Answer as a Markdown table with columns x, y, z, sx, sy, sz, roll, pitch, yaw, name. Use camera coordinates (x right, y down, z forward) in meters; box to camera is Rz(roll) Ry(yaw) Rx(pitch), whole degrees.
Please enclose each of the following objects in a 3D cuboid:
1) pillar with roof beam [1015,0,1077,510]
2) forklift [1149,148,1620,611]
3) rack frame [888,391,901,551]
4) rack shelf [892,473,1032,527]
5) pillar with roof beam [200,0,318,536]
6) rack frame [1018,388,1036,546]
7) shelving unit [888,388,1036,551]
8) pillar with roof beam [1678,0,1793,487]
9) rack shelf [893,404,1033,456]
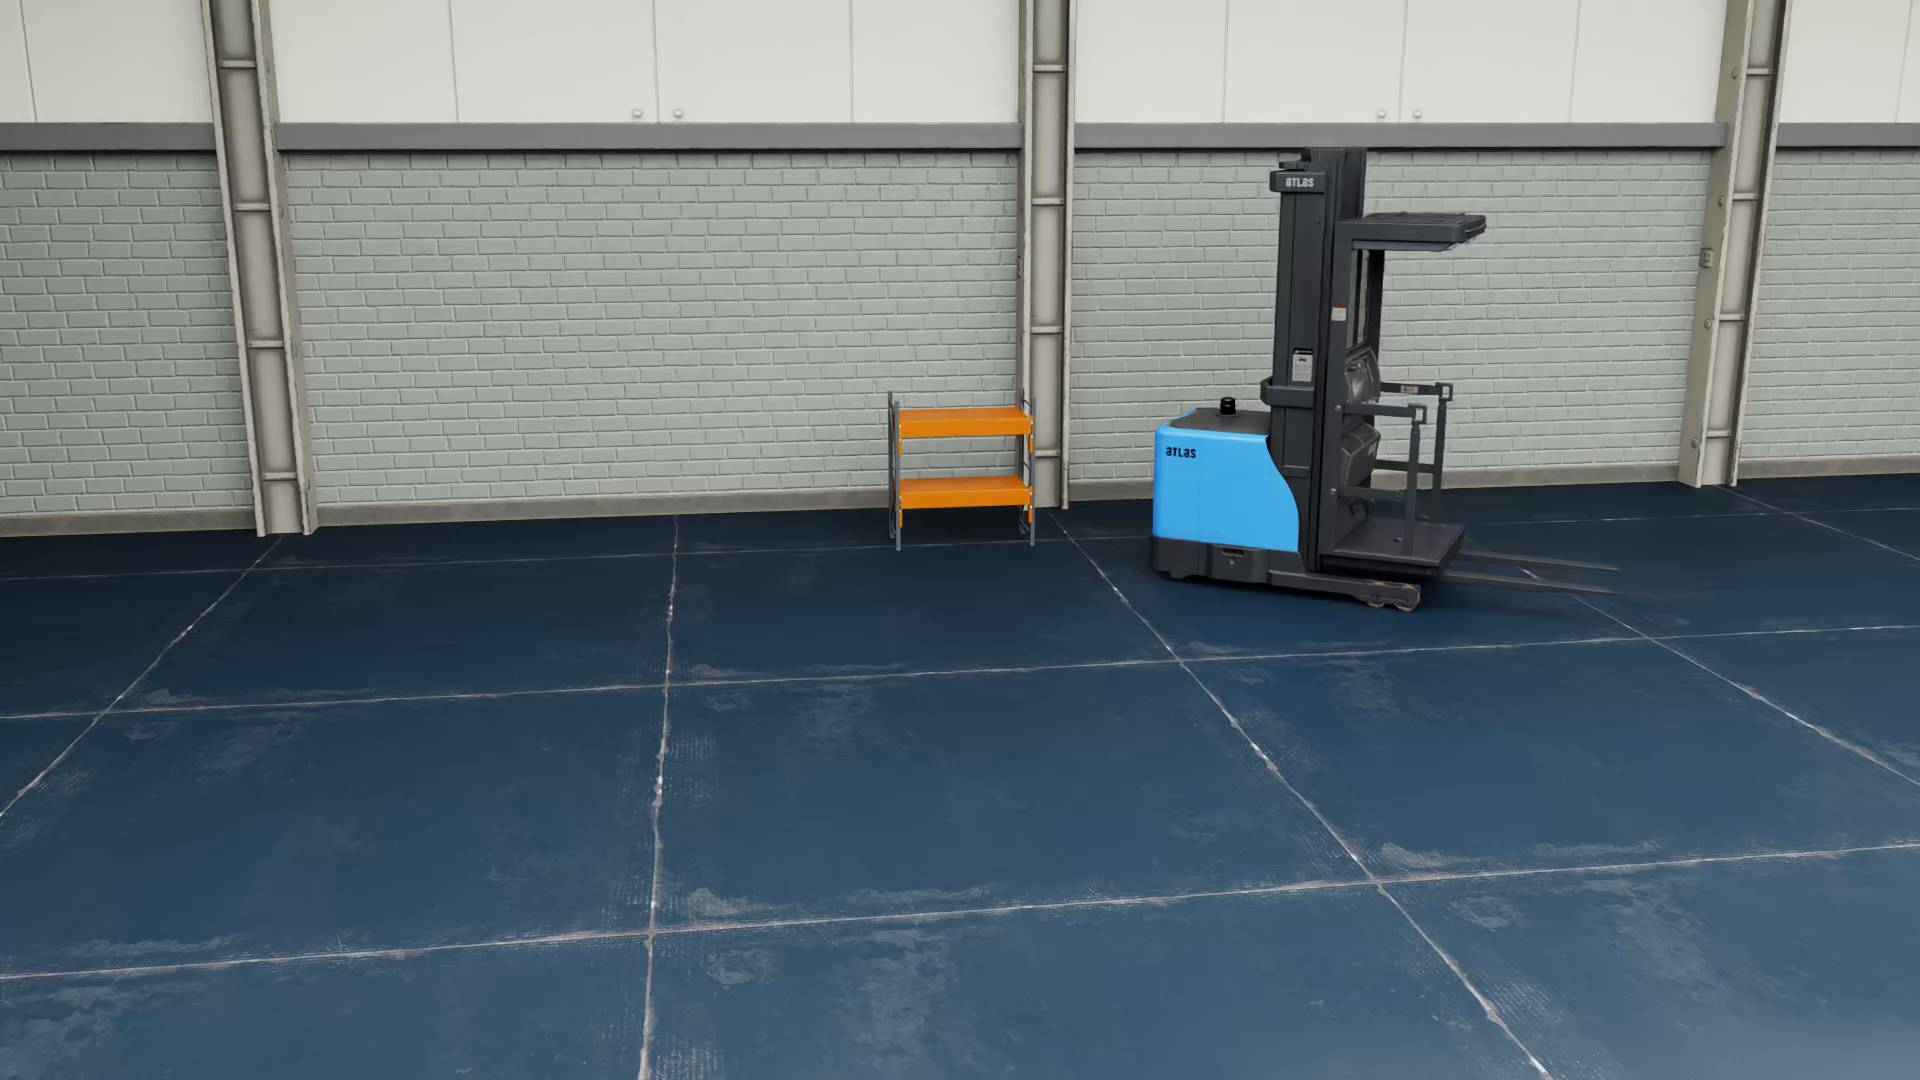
| x | y | z | sx | sy | sz | roll | pitch | yaw | name |
| --- | --- | --- | --- | --- | --- | --- | --- | --- | --- |
| 1.321 | -3.618 | 8.650 | 0.400 | 9.000 | 9.100 | -2 | 14 | -8 | pillar with roof beam |
| 2.884 | -1.105 | 11.104 | 3.031 | 2.935 | 1.130 | 7 | 16 | 24 | forklift |
| -0.496 | -0.527 | 12.513 | 0.032 | 1.125 | 0.500 | -2 | 14 | -8 | rack frame |
| 0.007 | -0.309 | 12.645 | 1.000 | 0.278 | 0.538 | -2 | 14 | -8 | rack shelf |
| -4.612 | -3.401 | 7.783 | 0.400 | 9.000 | 9.100 | -2 | 14 | -8 | pillar with roof beam |
| 0.509 | -0.564 | 12.659 | 0.032 | 1.125 | 0.500 | -2 | 14 | -8 | rack frame |
| 0.007 | -0.546 | 12.586 | 1.048 | 1.125 | 0.538 | -2 | 14 | -8 | shelving unit |
| 7.254 | -3.836 | 9.517 | 0.400 | 9.000 | 9.100 | -2 | 14 | -8 | pillar with roof beam |
| 0.007 | -0.830 | 12.515 | 1.000 | 0.278 | 0.538 | -2 | 14 | -8 | rack shelf |
